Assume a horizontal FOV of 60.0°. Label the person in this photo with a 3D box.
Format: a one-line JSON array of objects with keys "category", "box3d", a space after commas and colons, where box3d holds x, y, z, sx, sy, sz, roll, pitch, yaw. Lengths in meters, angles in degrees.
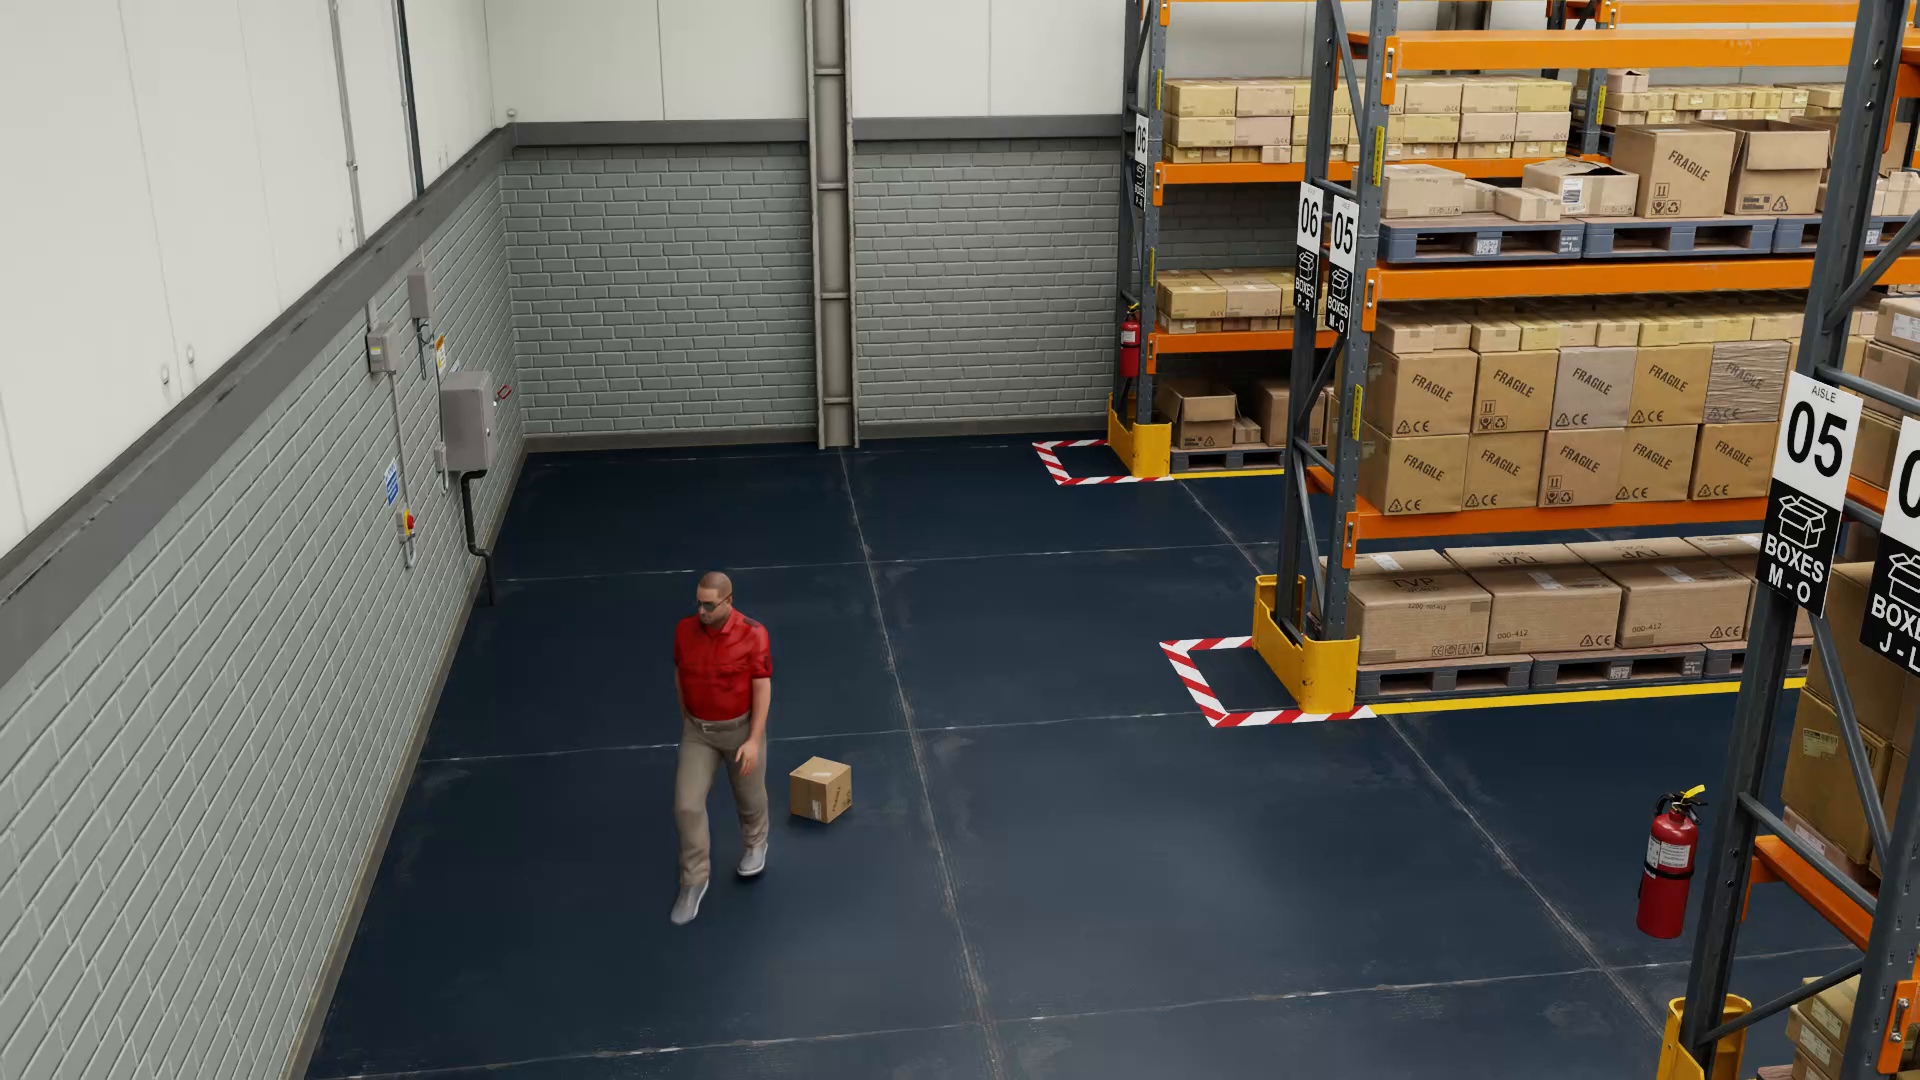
[{"category": "person", "box3d": [-1.203, 1.007, 8.328, 0.545, 1.767, 0.745, 4, 20, 10]}]
